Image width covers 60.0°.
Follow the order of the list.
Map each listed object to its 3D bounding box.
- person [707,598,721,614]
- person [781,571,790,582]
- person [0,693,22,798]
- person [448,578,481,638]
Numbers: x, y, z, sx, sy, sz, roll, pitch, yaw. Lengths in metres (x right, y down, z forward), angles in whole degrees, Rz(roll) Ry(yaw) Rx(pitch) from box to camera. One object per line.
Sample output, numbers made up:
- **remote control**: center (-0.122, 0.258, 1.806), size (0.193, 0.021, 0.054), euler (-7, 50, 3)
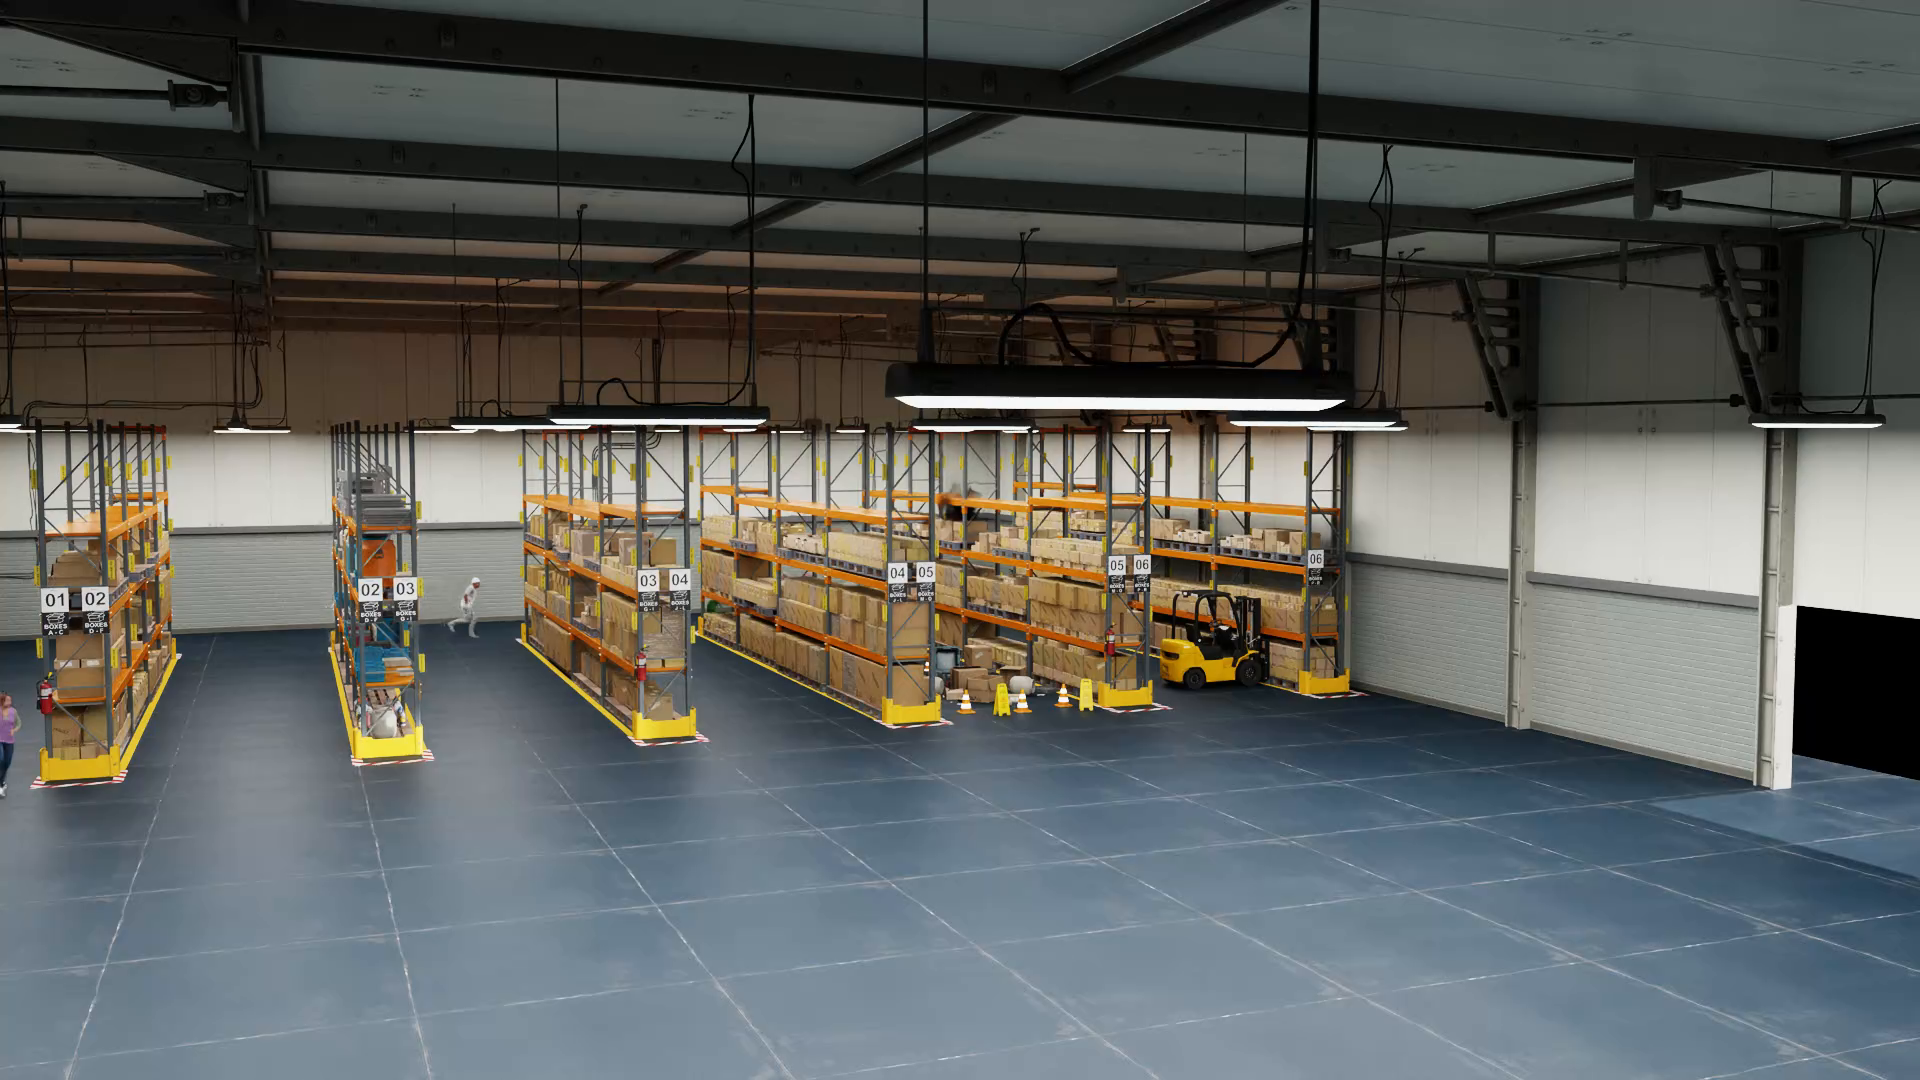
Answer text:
- **person**: center (-7.308, 1.760, 49.402), size (0.848, 1.769, 0.718), euler (0, 4, 6)
- **person**: center (-5.078, 1.831, 48.521), size (0.820, 1.876, 0.663), euler (3, 5, 43)
- **person**: center (-15.317, 3.263, 26.633), size (0.757, 1.622, 0.537), euler (3, 5, 40)
- **person**: center (-14.101, 1.933, 47.340), size (0.948, 1.722, 0.682), euler (-1, 4, -17)
